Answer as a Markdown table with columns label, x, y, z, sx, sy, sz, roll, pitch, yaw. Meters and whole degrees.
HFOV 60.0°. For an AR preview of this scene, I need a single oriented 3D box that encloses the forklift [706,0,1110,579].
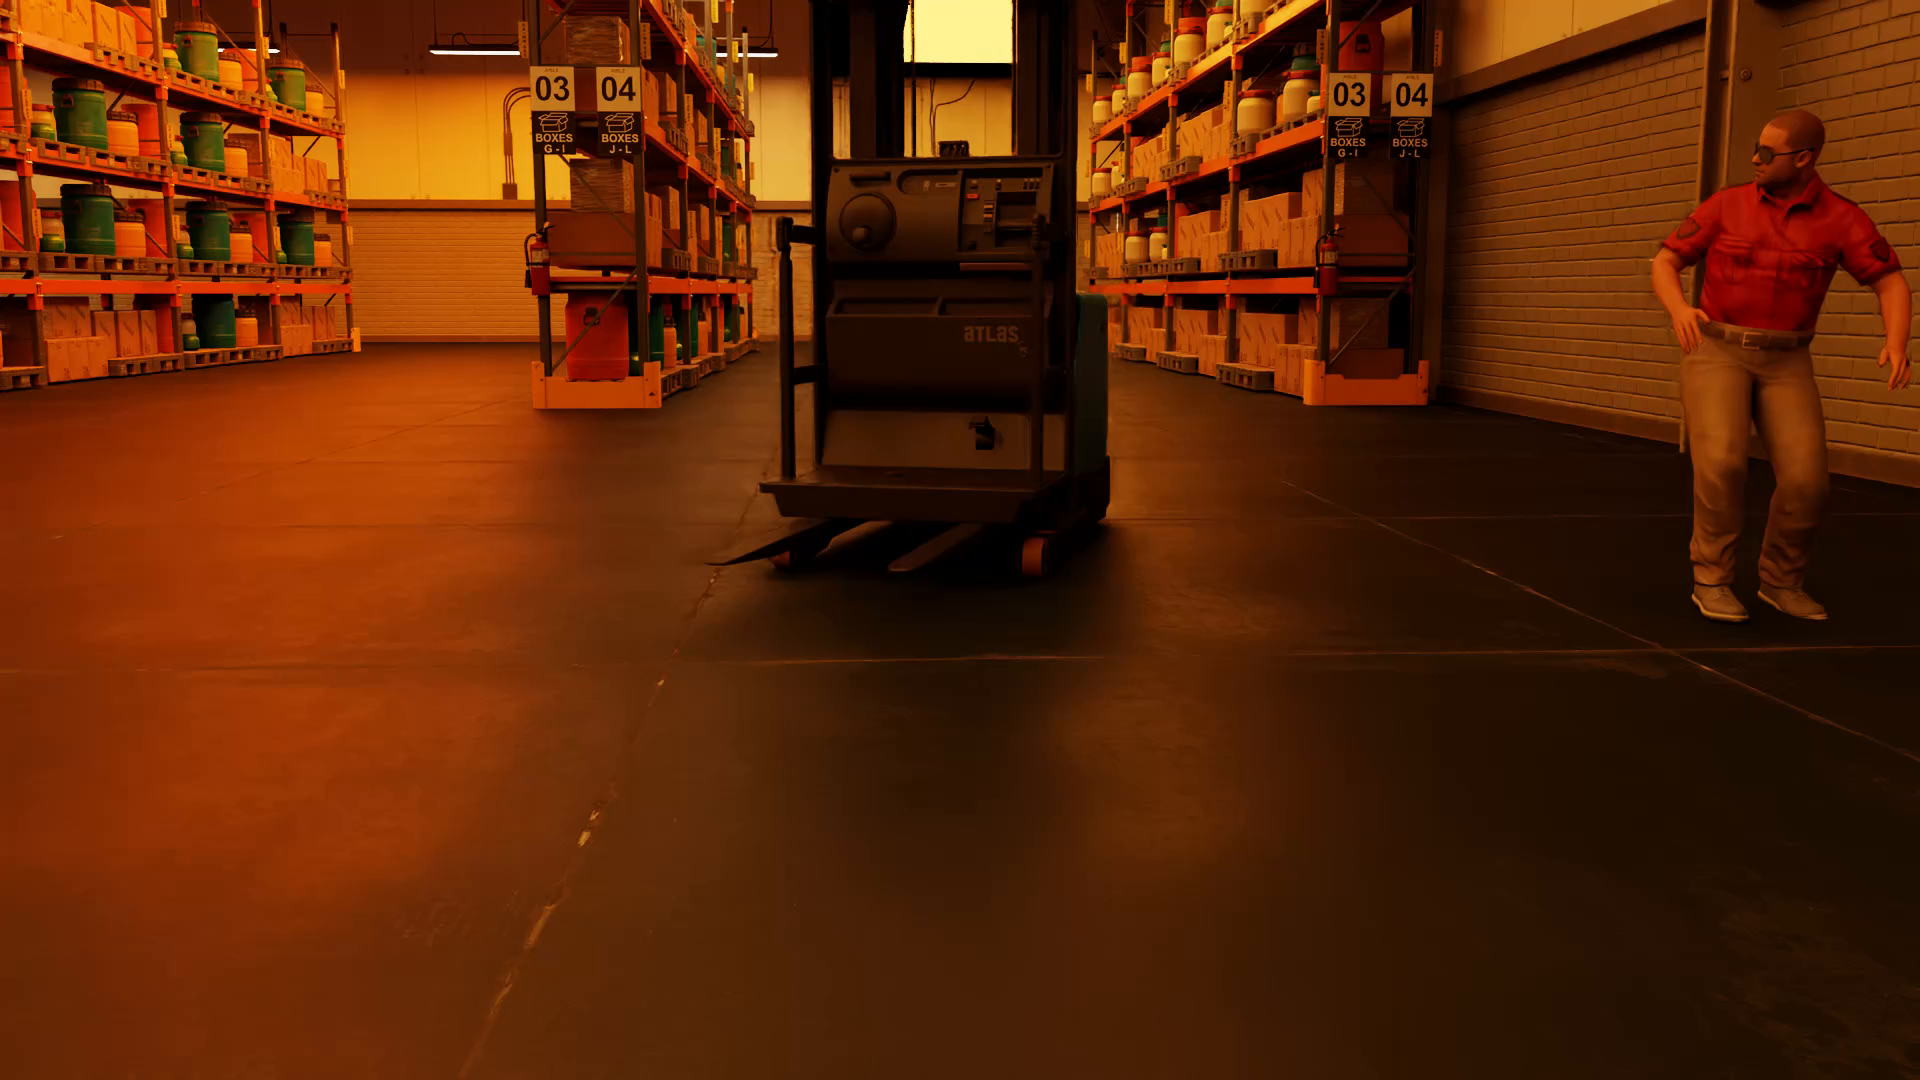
| label | x | y | z | sx | sy | sz | roll | pitch | yaw |
| --- | --- | --- | --- | --- | --- | --- | --- | --- | --- |
| forklift | -0.130 | -1.361 | 6.499 | 1.130 | 2.935 | 3.031 | 2 | 9 | 13 |

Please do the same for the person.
| label | x | y | z | sx | sy | sz | roll | pitch | yaw |
| --- | --- | --- | --- | --- | --- | --- | --- | --- | --- |
| person | 2.700 | -0.560 | 5.511 | 0.775 | 1.680 | 0.572 | 2 | 9 | 16 |
